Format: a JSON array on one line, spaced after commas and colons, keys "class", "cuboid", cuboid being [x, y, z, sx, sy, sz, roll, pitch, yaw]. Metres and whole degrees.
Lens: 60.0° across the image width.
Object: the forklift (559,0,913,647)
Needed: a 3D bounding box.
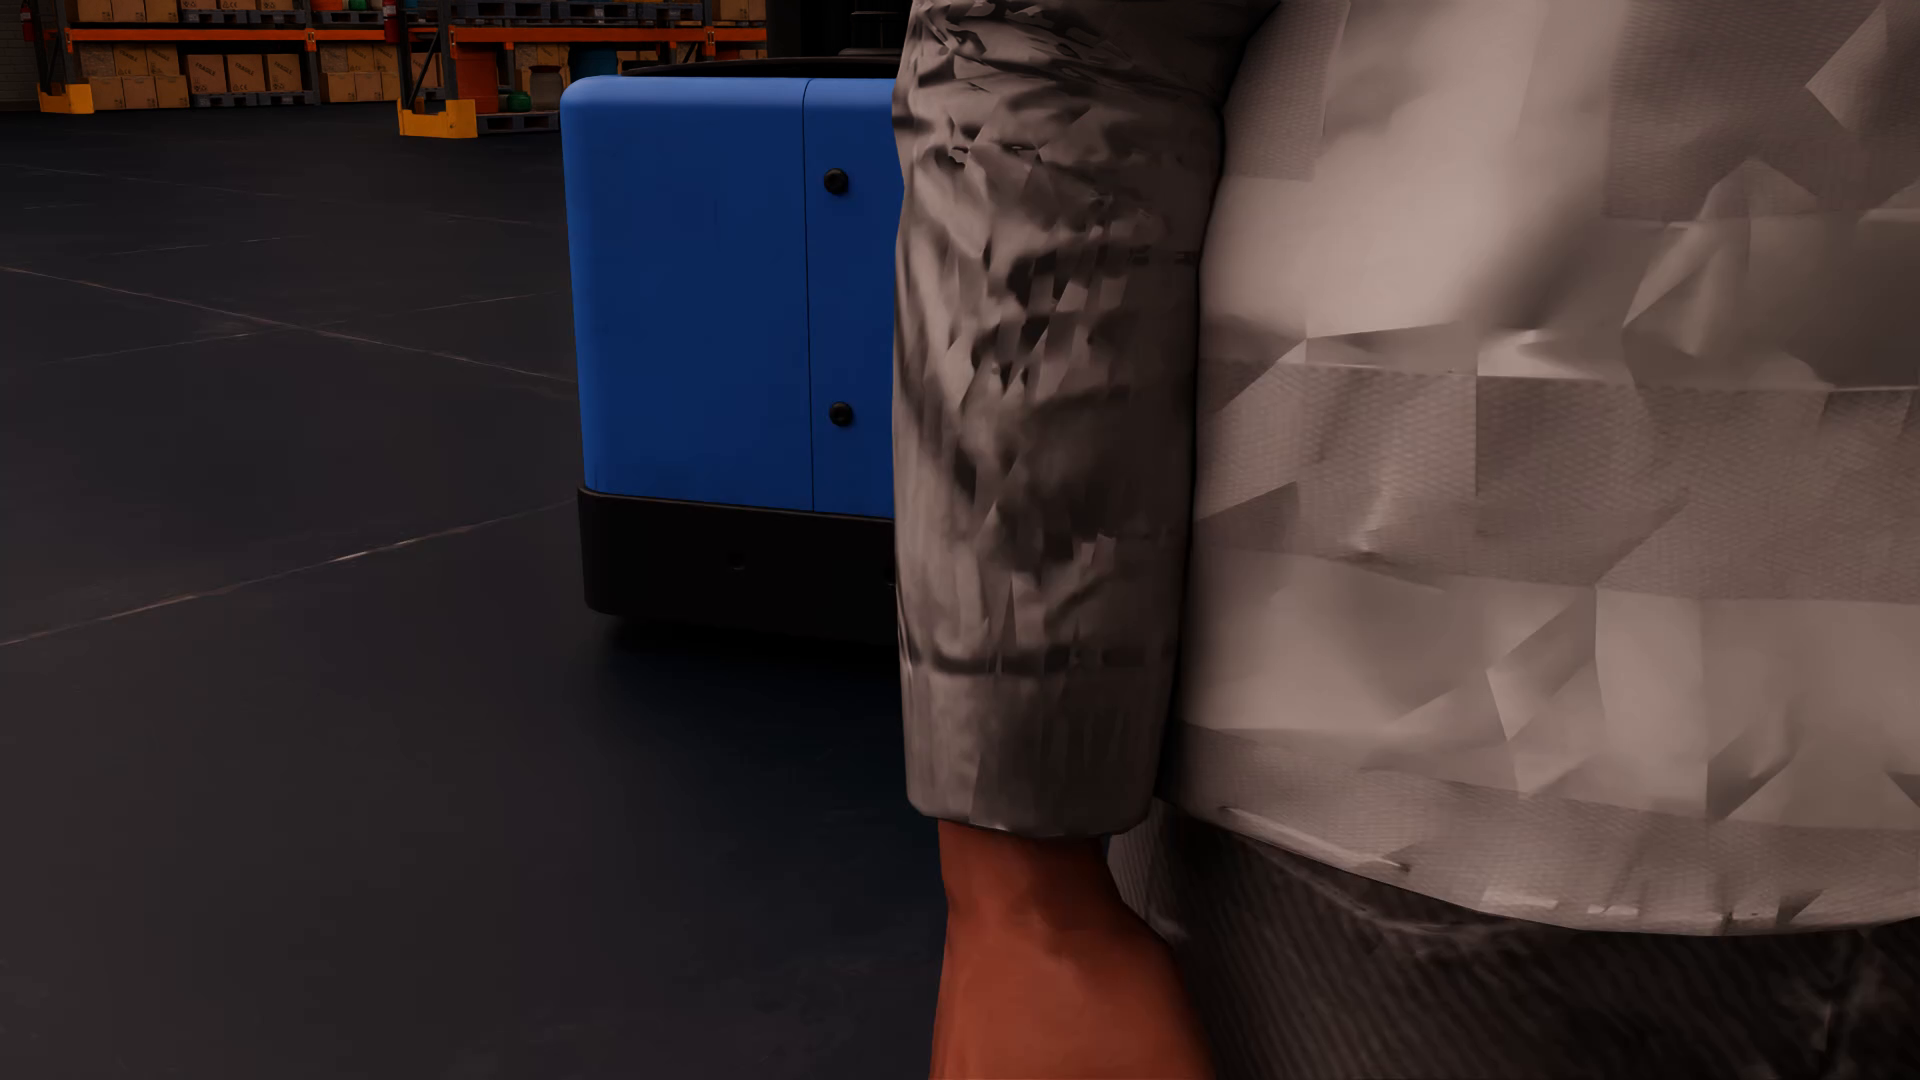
[{"class": "forklift", "cuboid": [0.182, -1.571, 4.072, 1.130, 2.935, 3.031, 5, 18, 17]}]
